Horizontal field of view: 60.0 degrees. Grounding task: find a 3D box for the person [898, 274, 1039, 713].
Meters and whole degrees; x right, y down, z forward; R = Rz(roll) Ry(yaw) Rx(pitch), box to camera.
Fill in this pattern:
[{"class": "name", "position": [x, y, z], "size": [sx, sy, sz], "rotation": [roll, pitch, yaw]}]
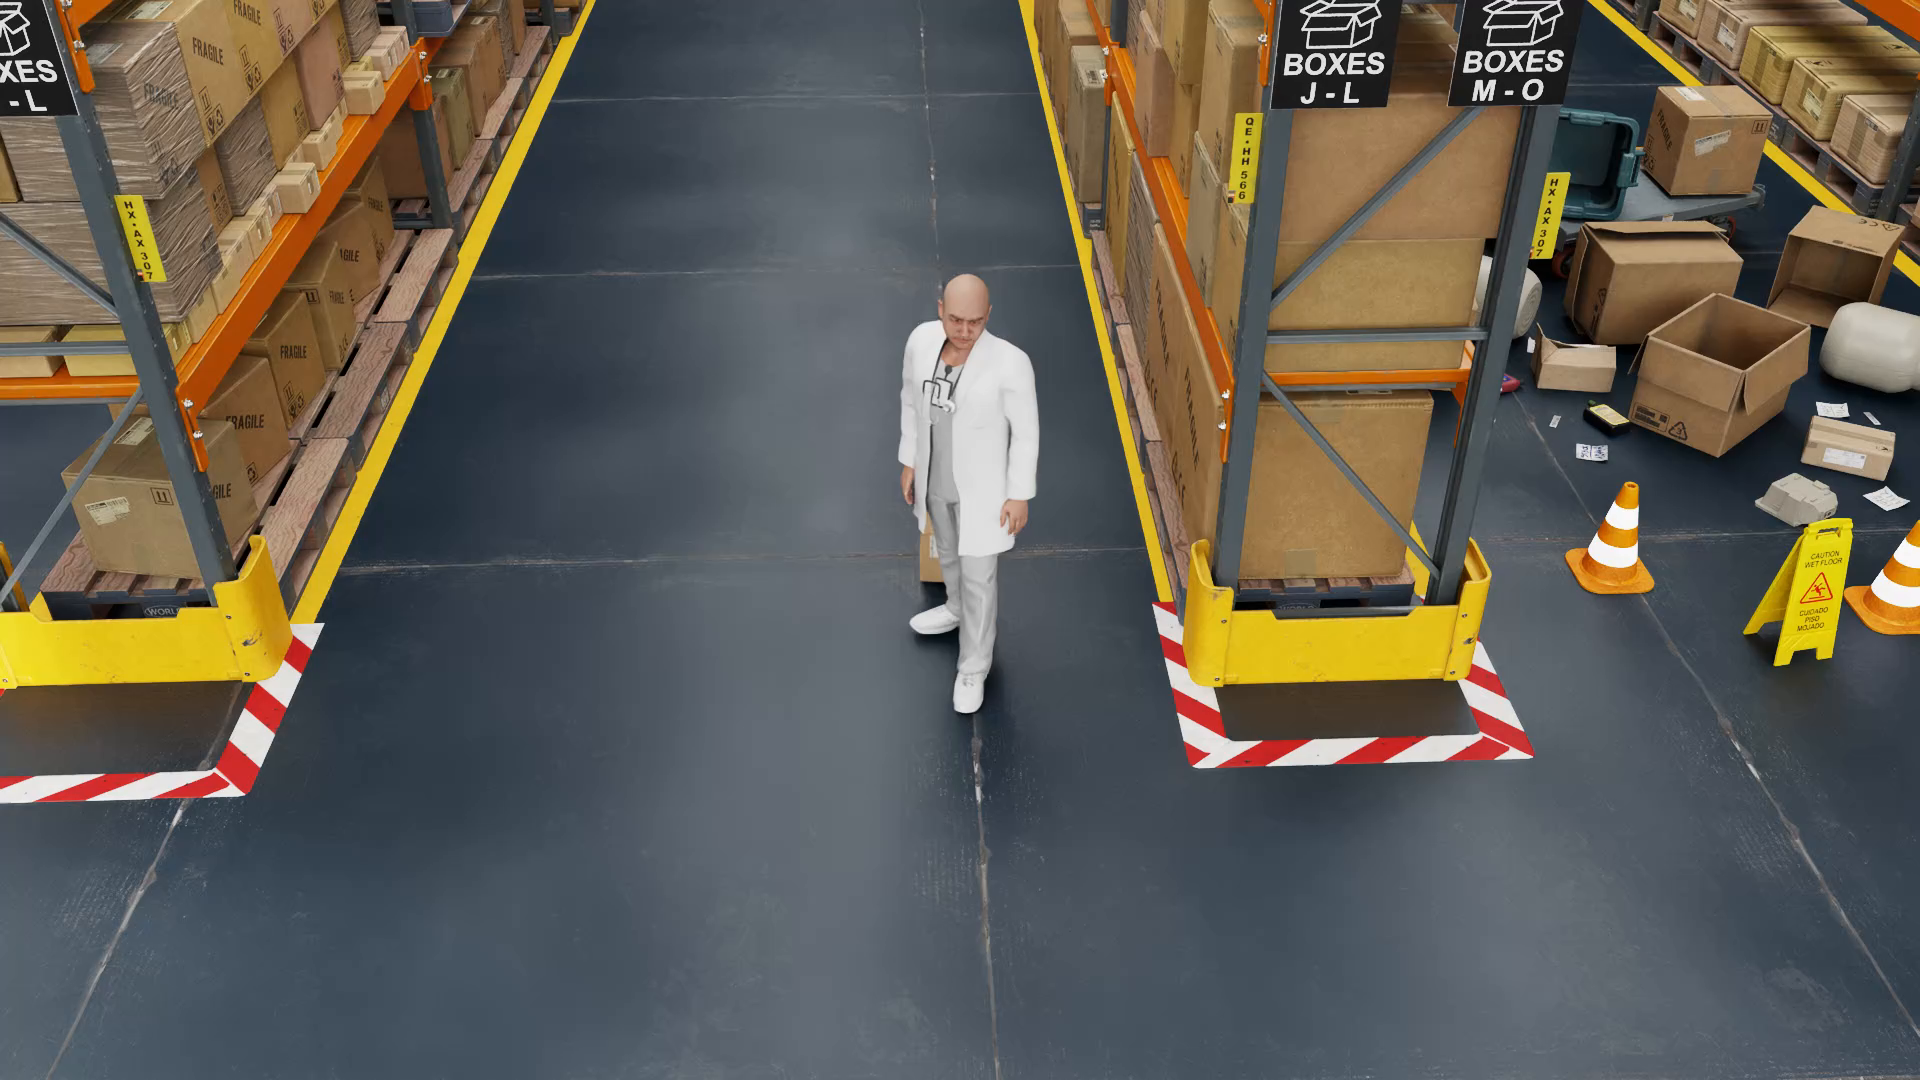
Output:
[{"class": "person", "position": [0.012, -0.224, 6.464], "size": [0.599, 1.781, 0.606], "rotation": [23, 41, 29]}]
